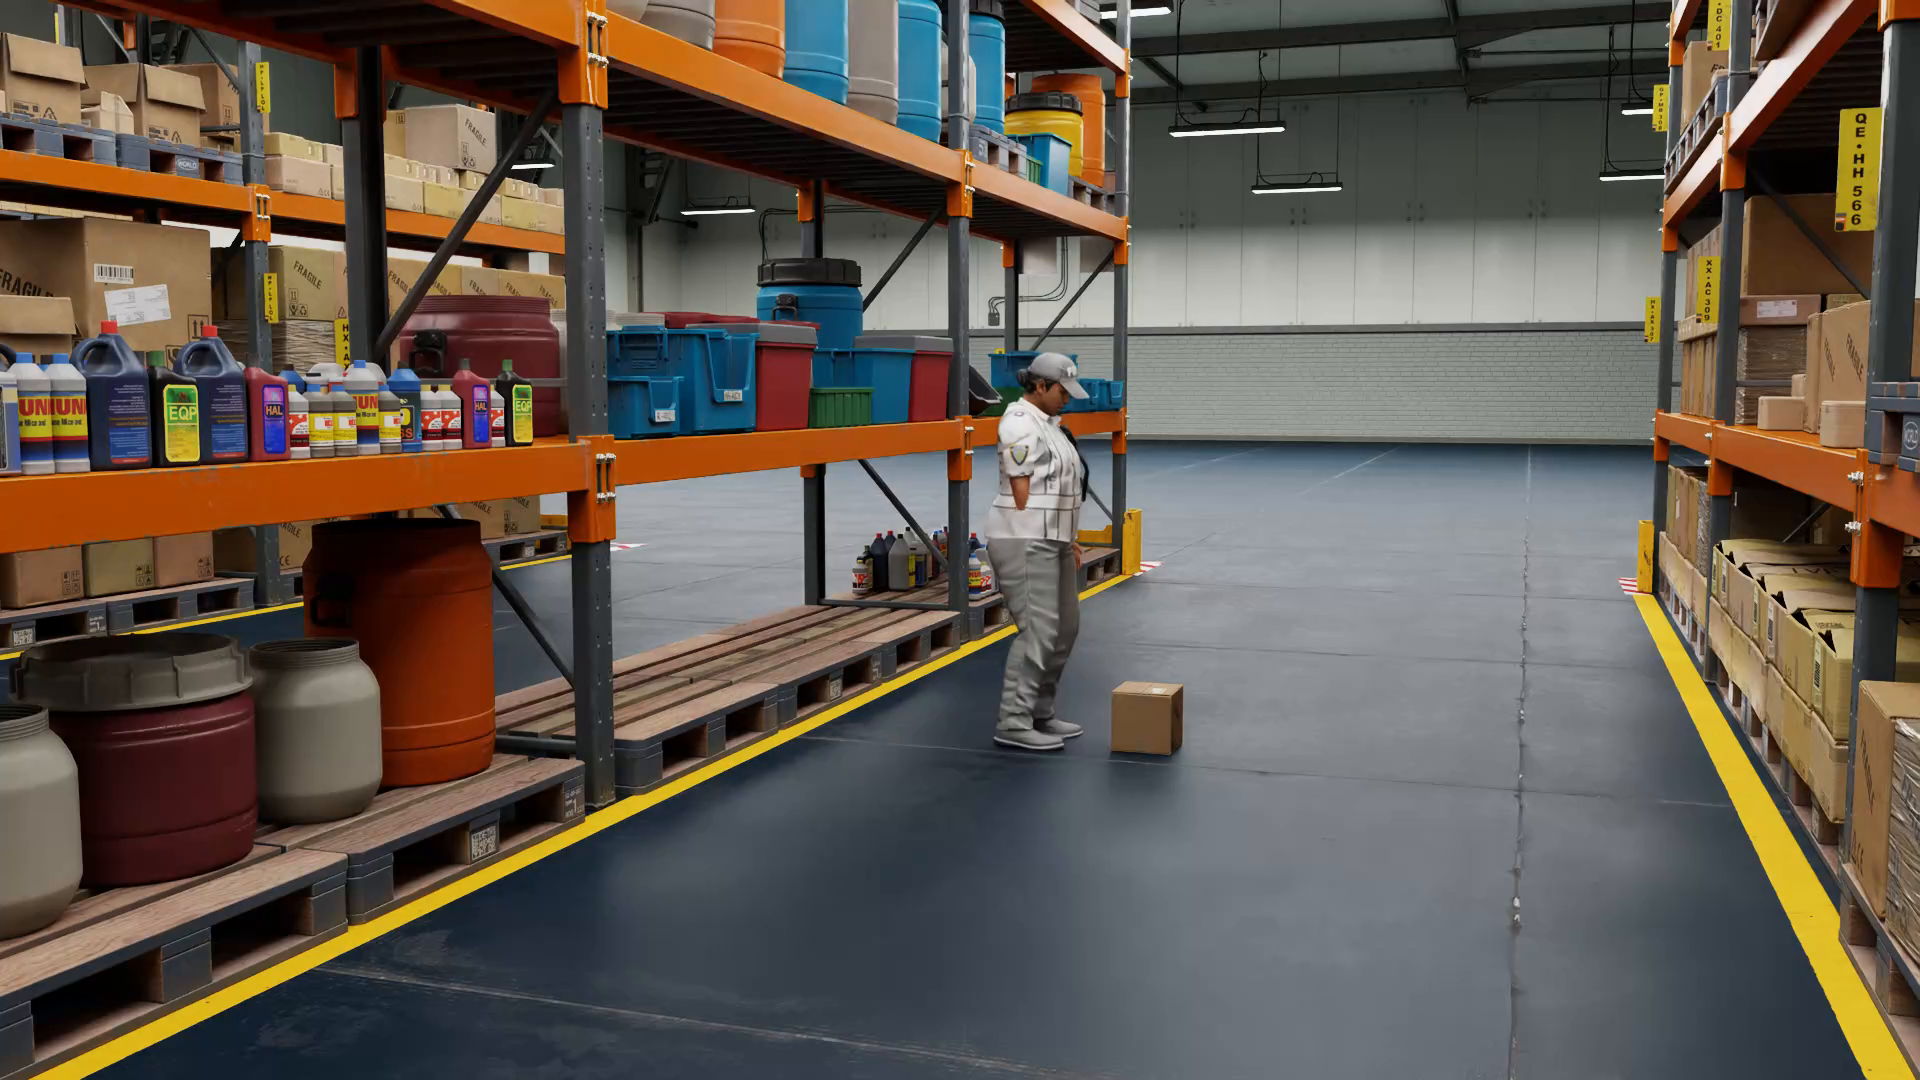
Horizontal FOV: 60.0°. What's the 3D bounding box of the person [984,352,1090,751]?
[{"bbox_3d":[0.335,0.036,7.010,0.419,1.646,0.480,2,6,20],"label":"person"}]
